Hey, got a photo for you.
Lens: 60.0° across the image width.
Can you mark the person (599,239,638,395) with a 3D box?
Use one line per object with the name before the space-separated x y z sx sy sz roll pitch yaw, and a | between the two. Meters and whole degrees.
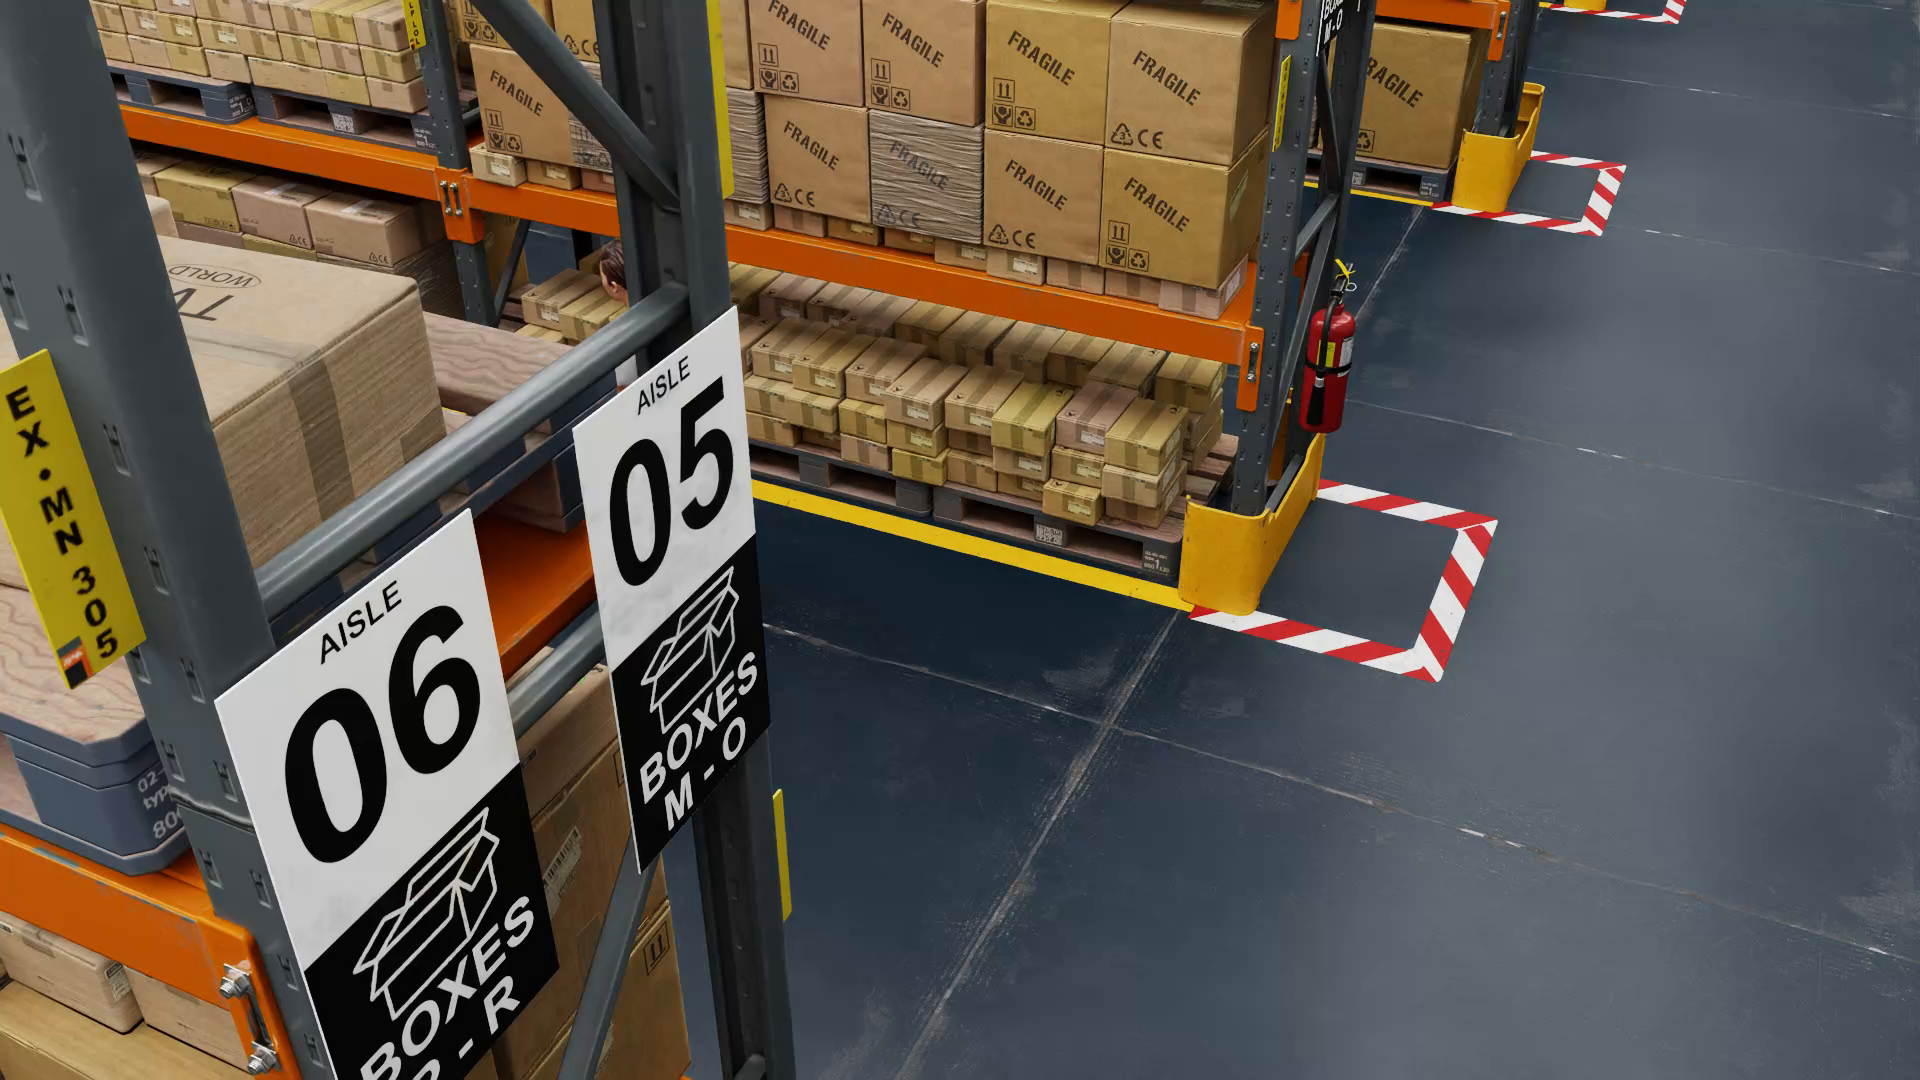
person | -1.237 -0.437 6.795 0.356 1.673 0.487 19 38 26
